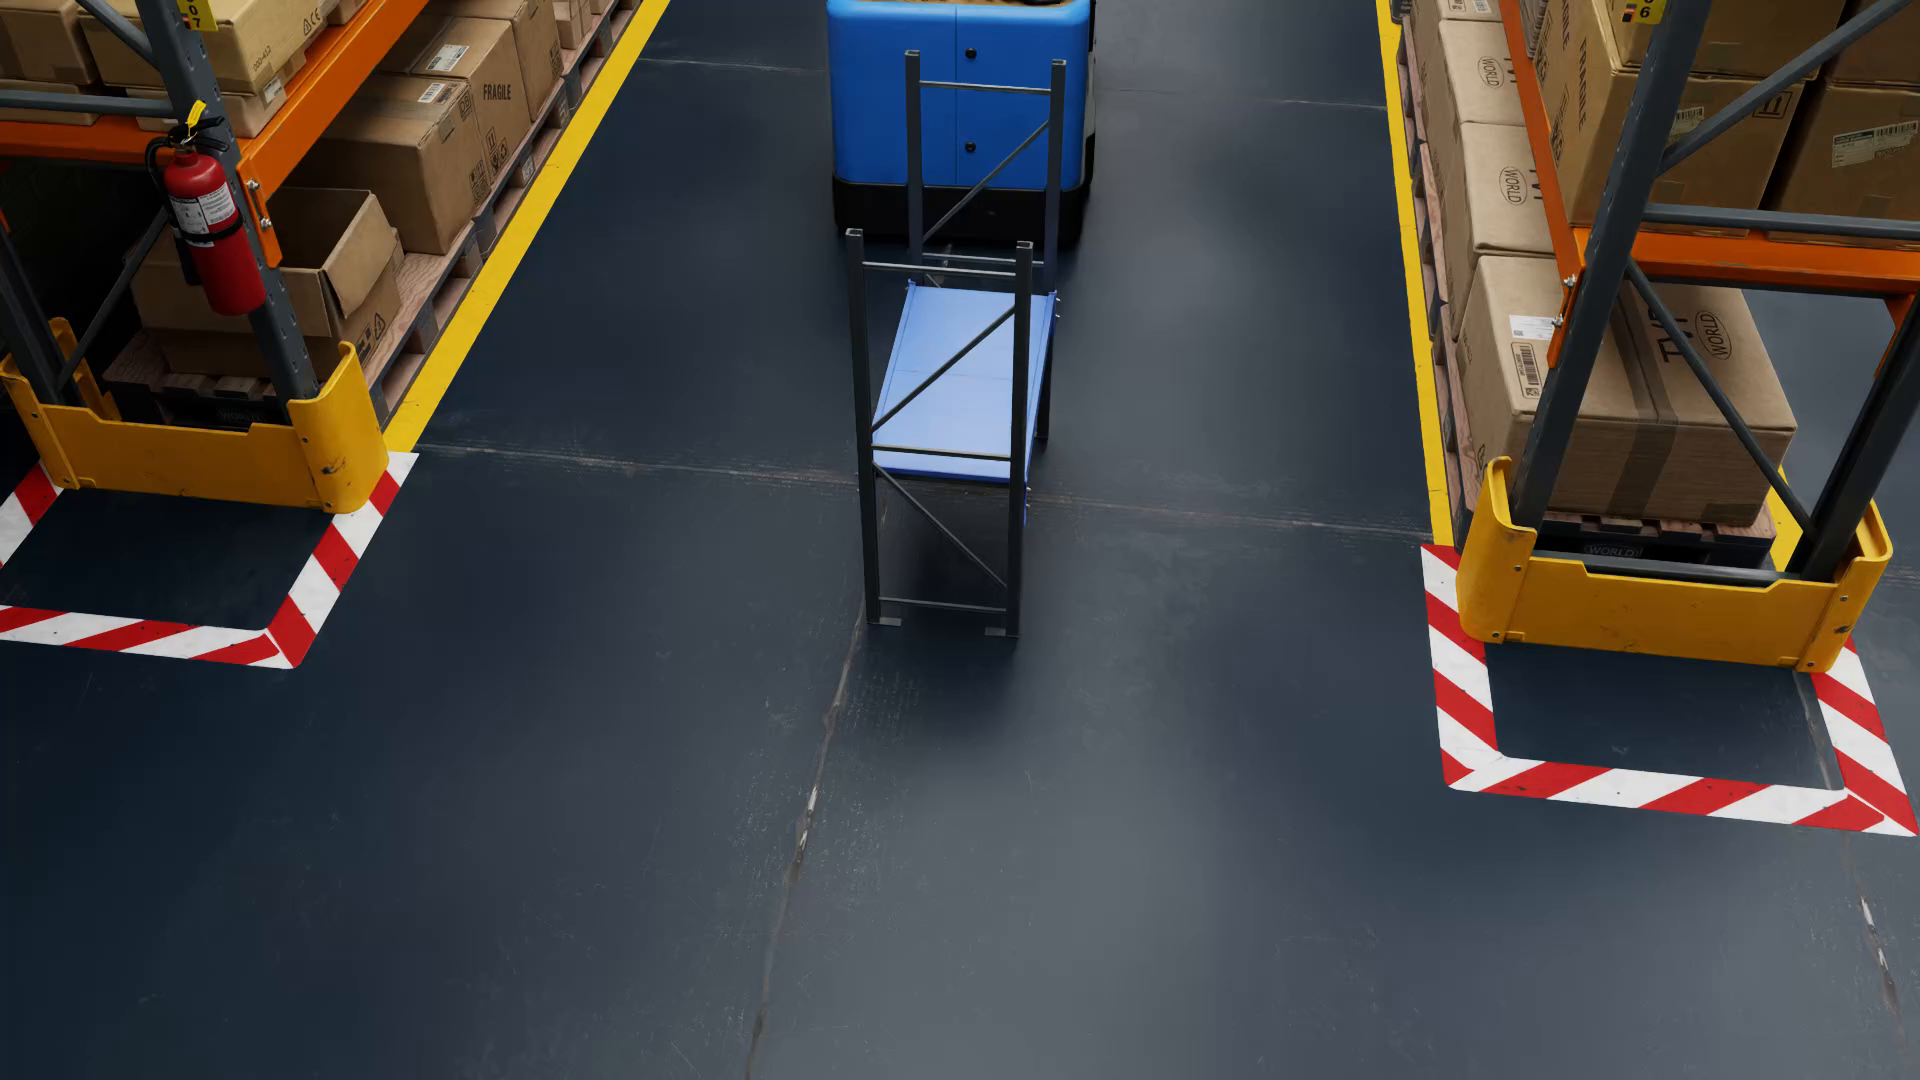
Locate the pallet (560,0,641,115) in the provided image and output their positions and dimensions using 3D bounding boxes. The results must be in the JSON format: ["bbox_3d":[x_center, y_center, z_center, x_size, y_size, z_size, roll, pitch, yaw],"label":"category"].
[{"bbox_3d":[-2.244,-2.539,8.278,1.003,0.211,1.213,5,44,6],"label":"pallet"}]

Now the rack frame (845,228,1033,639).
[{"bbox_3d":[-0.056,-0.256,4.930,0.500,1.500,0.032,5,44,6],"label":"rack frame"}]

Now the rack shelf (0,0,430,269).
[{"bbox_3d":[-2.417,-2.395,6.621,1.077,0.370,4.000,5,44,6],"label":"rack shelf"}]

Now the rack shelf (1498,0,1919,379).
[{"bbox_3d":[2.504,-1.946,6.147,1.077,0.370,4.000,5,44,6],"label":"rack shelf"}]

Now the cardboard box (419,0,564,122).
[{"bbox_3d":[-2.217,-2.233,7.439,0.700,0.500,0.500,4,44,4],"label":"cardboard box"}]

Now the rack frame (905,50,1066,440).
[{"bbox_3d":[0.078,-0.949,5.662,0.500,1.500,0.032,5,44,6],"label":"rack frame"}]

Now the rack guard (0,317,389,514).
[{"bbox_3d":[-2.671,-0.437,5.848,1.175,0.500,0.348,5,44,6],"label":"rack guard"}]

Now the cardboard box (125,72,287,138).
[{"bbox_3d":[-2.366,-1.401,5.231,0.380,0.149,0.250,5,44,5],"label":"cardboard box"}]

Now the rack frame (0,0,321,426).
[{"bbox_3d":[-2.681,-1.293,4.934,1.000,3.000,0.127,5,44,6],"label":"rack frame"}]

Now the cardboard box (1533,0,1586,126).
[{"bbox_3d":[2.122,-1.574,5.158,0.500,0.500,0.500,4,44,5],"label":"cardboard box"}]

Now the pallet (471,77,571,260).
[{"bbox_3d":[-2.403,-1.705,7.397,1.003,0.211,1.213,5,44,6],"label":"pallet"}]

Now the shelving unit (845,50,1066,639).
[{"bbox_3d":[0.011,-0.603,5.296,0.538,1.500,1.048,5,44,6],"label":"shelving unit"}]

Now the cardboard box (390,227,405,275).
[{"bbox_3d":[-2.411,-1.105,6.503,0.380,0.149,0.250,4,44,4],"label":"cardboard box"}]

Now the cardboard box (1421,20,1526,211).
[{"bbox_3d":[2.461,-1.764,6.990,0.875,0.438,0.875,4,44,4],"label":"cardboard box"}]

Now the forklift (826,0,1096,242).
[{"bbox_3d":[0.095,-3.321,7.125,1.130,2.935,3.031,3,44,3],"label":"forklift"}]

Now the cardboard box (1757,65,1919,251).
[{"bbox_3d":[2.588,-1.182,4.744,0.500,0.500,0.500,5,44,5],"label":"cardboard box"}]

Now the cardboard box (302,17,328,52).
[{"bbox_3d":[-2.377,-1.761,5.611,0.380,0.149,0.250,5,44,5],"label":"cardboard box"}]

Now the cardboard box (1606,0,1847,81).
[{"bbox_3d":[2.067,-1.594,4.452,0.500,0.500,0.500,7,44,7],"label":"cardboard box"}]

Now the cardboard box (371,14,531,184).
[{"bbox_3d":[-2.186,-1.876,7.063,0.500,0.500,0.500,6,44,6],"label":"cardboard box"}]

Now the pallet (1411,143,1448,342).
[{"bbox_3d":[2.432,-1.213,6.878,1.003,0.211,1.213,5,44,6],"label":"pallet"}]

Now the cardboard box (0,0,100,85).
[{"bbox_3d":[-2.883,-1.684,5.240,0.500,0.250,0.500,6,44,7],"label":"cardboard box"}]

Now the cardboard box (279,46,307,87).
[{"bbox_3d":[-2.378,-1.579,5.418,0.380,0.149,0.250,6,44,7],"label":"cardboard box"}]

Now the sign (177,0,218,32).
[{"bbox_3d":[-2.143,-1.558,4.584,0.100,0.325,0.005,5,44,6],"label":"sign"}]

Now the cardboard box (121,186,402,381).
[{"bbox_3d":[-2.506,-0.947,6.079,0.797,0.503,0.637,4,44,4],"label":"cardboard box"}]

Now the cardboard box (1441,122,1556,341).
[{"bbox_3d":[2.340,-1.150,6.341,0.875,0.438,0.875,6,44,7],"label":"cardboard box"}]

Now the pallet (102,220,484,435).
[{"bbox_3d":[-2.566,-0.876,6.522,1.003,0.211,1.213,5,44,6],"label":"pallet"}]

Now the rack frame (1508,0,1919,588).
[{"bbox_3d":[2.240,-0.845,4.460,1.000,3.000,0.127,5,44,6],"label":"rack frame"}]

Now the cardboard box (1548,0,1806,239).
[{"bbox_3d":[2.041,-1.234,4.799,0.500,0.500,0.500,5,44,6],"label":"cardboard box"}]

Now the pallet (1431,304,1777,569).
[{"bbox_3d":[2.268,-0.384,6.002,1.003,0.211,1.213,5,44,6],"label":"pallet"}]

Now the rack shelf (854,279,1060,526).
[{"bbox_3d":[0.011,-0.472,5.419,0.538,0.185,1.000,5,44,6],"label":"rack shelf"}]

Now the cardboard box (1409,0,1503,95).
[{"bbox_3d":[2.579,-2.375,7.634,0.875,0.438,0.875,5,44,5],"label":"cardboard box"}]

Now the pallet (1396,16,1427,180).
[{"bbox_3d":[2.590,-2.047,7.758,1.003,0.211,1.213,5,44,6],"label":"pallet"}]

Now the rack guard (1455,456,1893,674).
[{"bbox_3d":[2.236,0.079,5.302,1.175,0.500,0.348,5,44,6],"label":"rack guard"}]

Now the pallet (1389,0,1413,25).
[{"bbox_3d":[2.796,-3.091,8.861,1.003,0.211,1.213,5,44,6],"label":"pallet"}]

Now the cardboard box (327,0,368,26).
[{"bbox_3d":[-2.283,-1.928,5.787,0.380,0.149,0.250,7,44,7],"label":"cardboard box"}]

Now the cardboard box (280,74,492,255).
[{"bbox_3d":[-2.355,-1.525,6.692,0.700,0.500,0.500,7,44,7],"label":"cardboard box"}]

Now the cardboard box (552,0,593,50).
[{"bbox_3d":[-1.982,-2.529,7.923,0.396,0.266,0.258,7,44,7],"label":"cardboard box"}]

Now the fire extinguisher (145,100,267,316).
[{"bbox_3d":[-2.242,-0.987,4.939,0.296,0.674,0.183,5,44,6],"label":"fire extinguisher"}]

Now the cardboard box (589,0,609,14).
[{"bbox_3d":[-1.935,-2.730,8.220,0.380,0.149,0.250,4,44,4],"label":"cardboard box"}]

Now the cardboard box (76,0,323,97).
[{"bbox_3d":[-2.354,-1.631,5.184,0.500,0.250,0.500,5,44,6],"label":"cardboard box"}]

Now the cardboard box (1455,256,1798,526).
[{"bbox_3d":[2.228,-0.526,5.681,0.875,0.438,0.875,4,44,4],"label":"cardboard box"}]

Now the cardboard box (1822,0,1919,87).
[{"bbox_3d":[2.585,-1.545,4.400,0.500,0.500,0.500,4,44,5],"label":"cardboard box"}]

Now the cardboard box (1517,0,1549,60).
[{"bbox_3d":[2.181,-1.926,5.529,0.500,0.500,0.500,6,44,7],"label":"cardboard box"}]

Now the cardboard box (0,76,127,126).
[{"bbox_3d":[-2.903,-1.452,5.285,0.380,0.149,0.250,5,44,5],"label":"cardboard box"}]

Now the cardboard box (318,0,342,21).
[{"bbox_3d":[-2.287,-1.975,5.547,0.500,0.250,0.500,6,44,6],"label":"cardboard box"}]

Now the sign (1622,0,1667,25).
[{"bbox_3d":[1.704,-1.410,4.043,0.100,0.325,0.005,5,44,6],"label":"sign"}]
